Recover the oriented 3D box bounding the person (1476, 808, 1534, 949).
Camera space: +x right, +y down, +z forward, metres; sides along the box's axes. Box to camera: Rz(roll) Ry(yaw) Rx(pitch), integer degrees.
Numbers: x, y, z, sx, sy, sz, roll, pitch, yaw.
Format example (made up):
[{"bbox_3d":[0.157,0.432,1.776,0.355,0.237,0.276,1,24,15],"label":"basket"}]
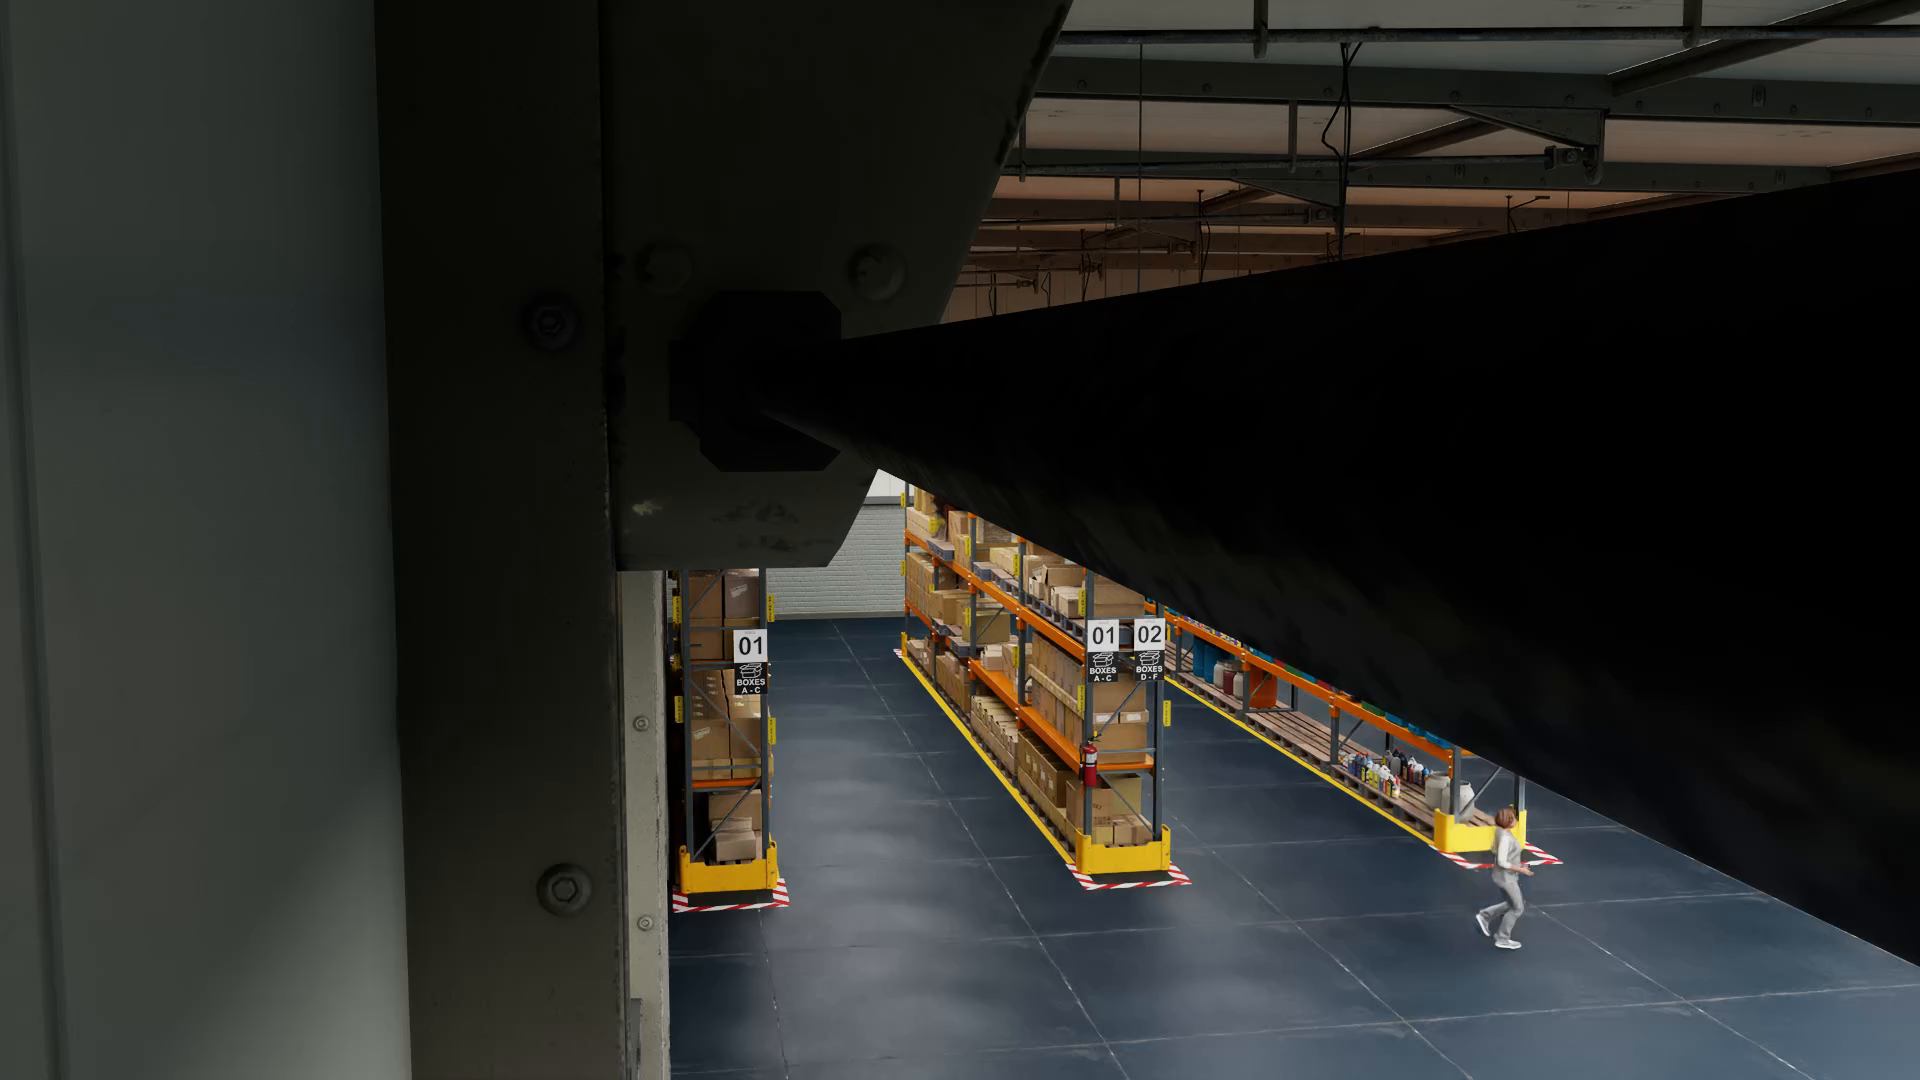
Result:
[{"bbox_3d":[5.938,3.679,18.114,0.555,1.542,0.533,1,6,13],"label":"person"}]
